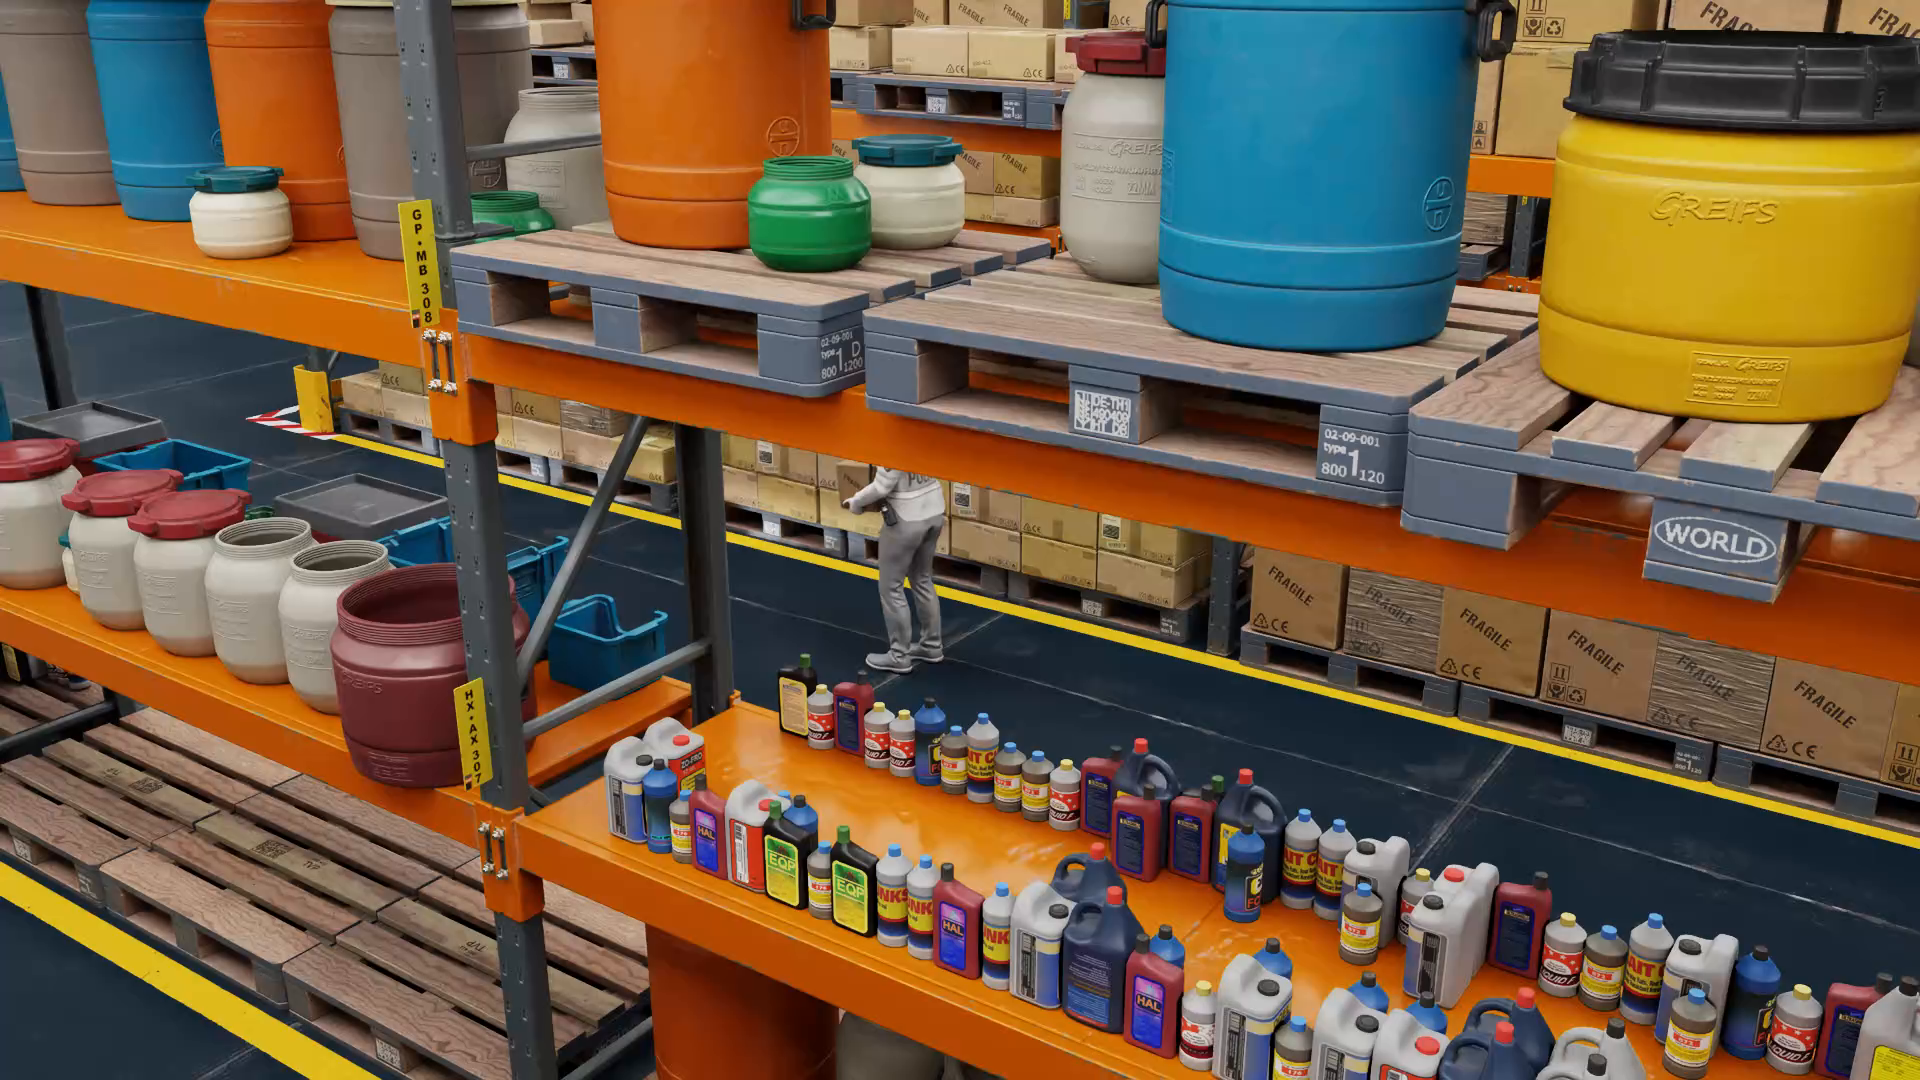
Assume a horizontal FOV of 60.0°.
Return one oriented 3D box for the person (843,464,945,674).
[{"bbox_3d":[-0.319,-0.113,8.845,0.563,1.686,0.461,13,24,32],"label":"person"}]
